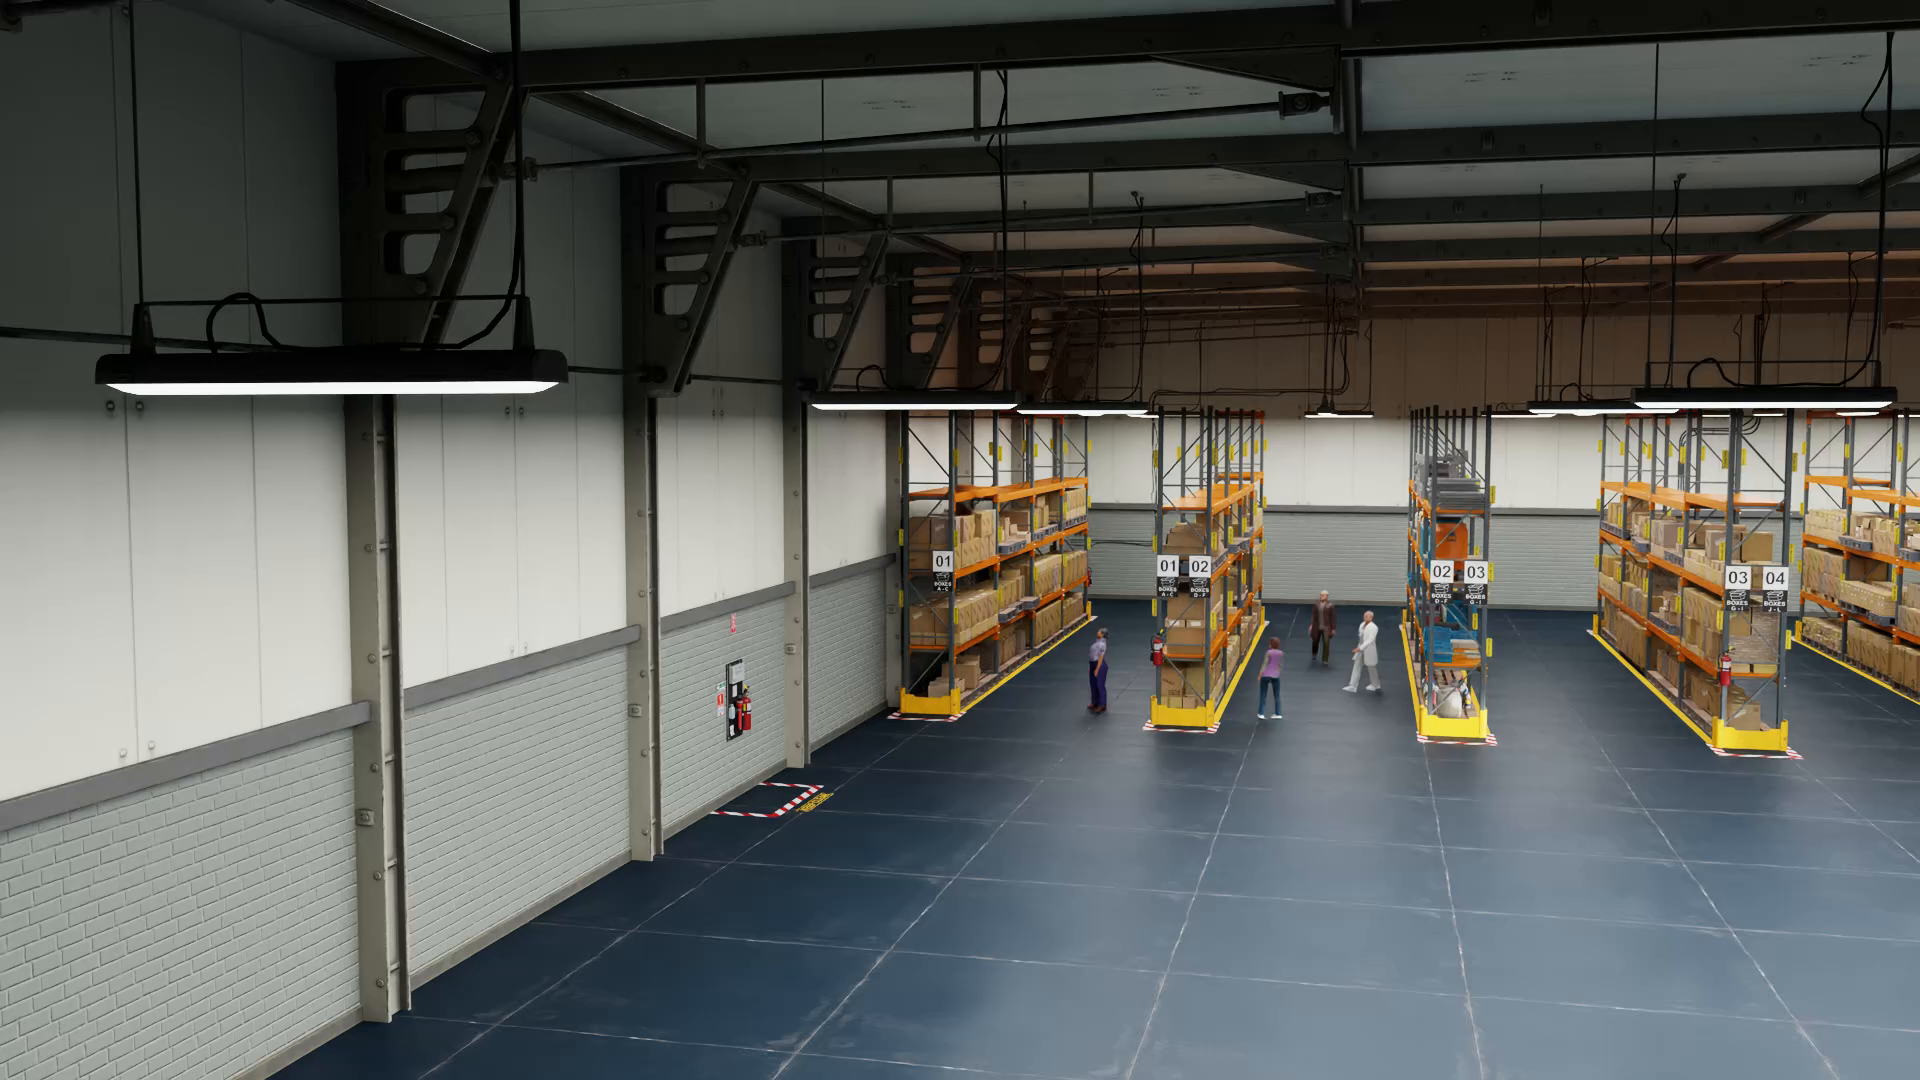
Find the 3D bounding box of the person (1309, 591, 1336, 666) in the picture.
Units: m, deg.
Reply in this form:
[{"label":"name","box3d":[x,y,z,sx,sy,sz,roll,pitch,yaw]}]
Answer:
[{"label":"person","box3d":[8.516,2.046,39.062,0.634,1.723,0.991,1,4,12]}]

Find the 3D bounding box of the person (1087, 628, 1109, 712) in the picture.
[{"label":"person","box3d":[2.732,2.546,32.892,0.379,1.637,0.530,-1,4,-17]}]

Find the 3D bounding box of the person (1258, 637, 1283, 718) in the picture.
[{"label":"person","box3d":[5.949,2.643,31.898,0.469,1.593,0.446,0,4,-1]}]

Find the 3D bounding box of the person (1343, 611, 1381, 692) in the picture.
[{"label":"person","box3d":[8.462,2.338,34.854,1.122,1.710,0.642,-3,5,-34]}]
